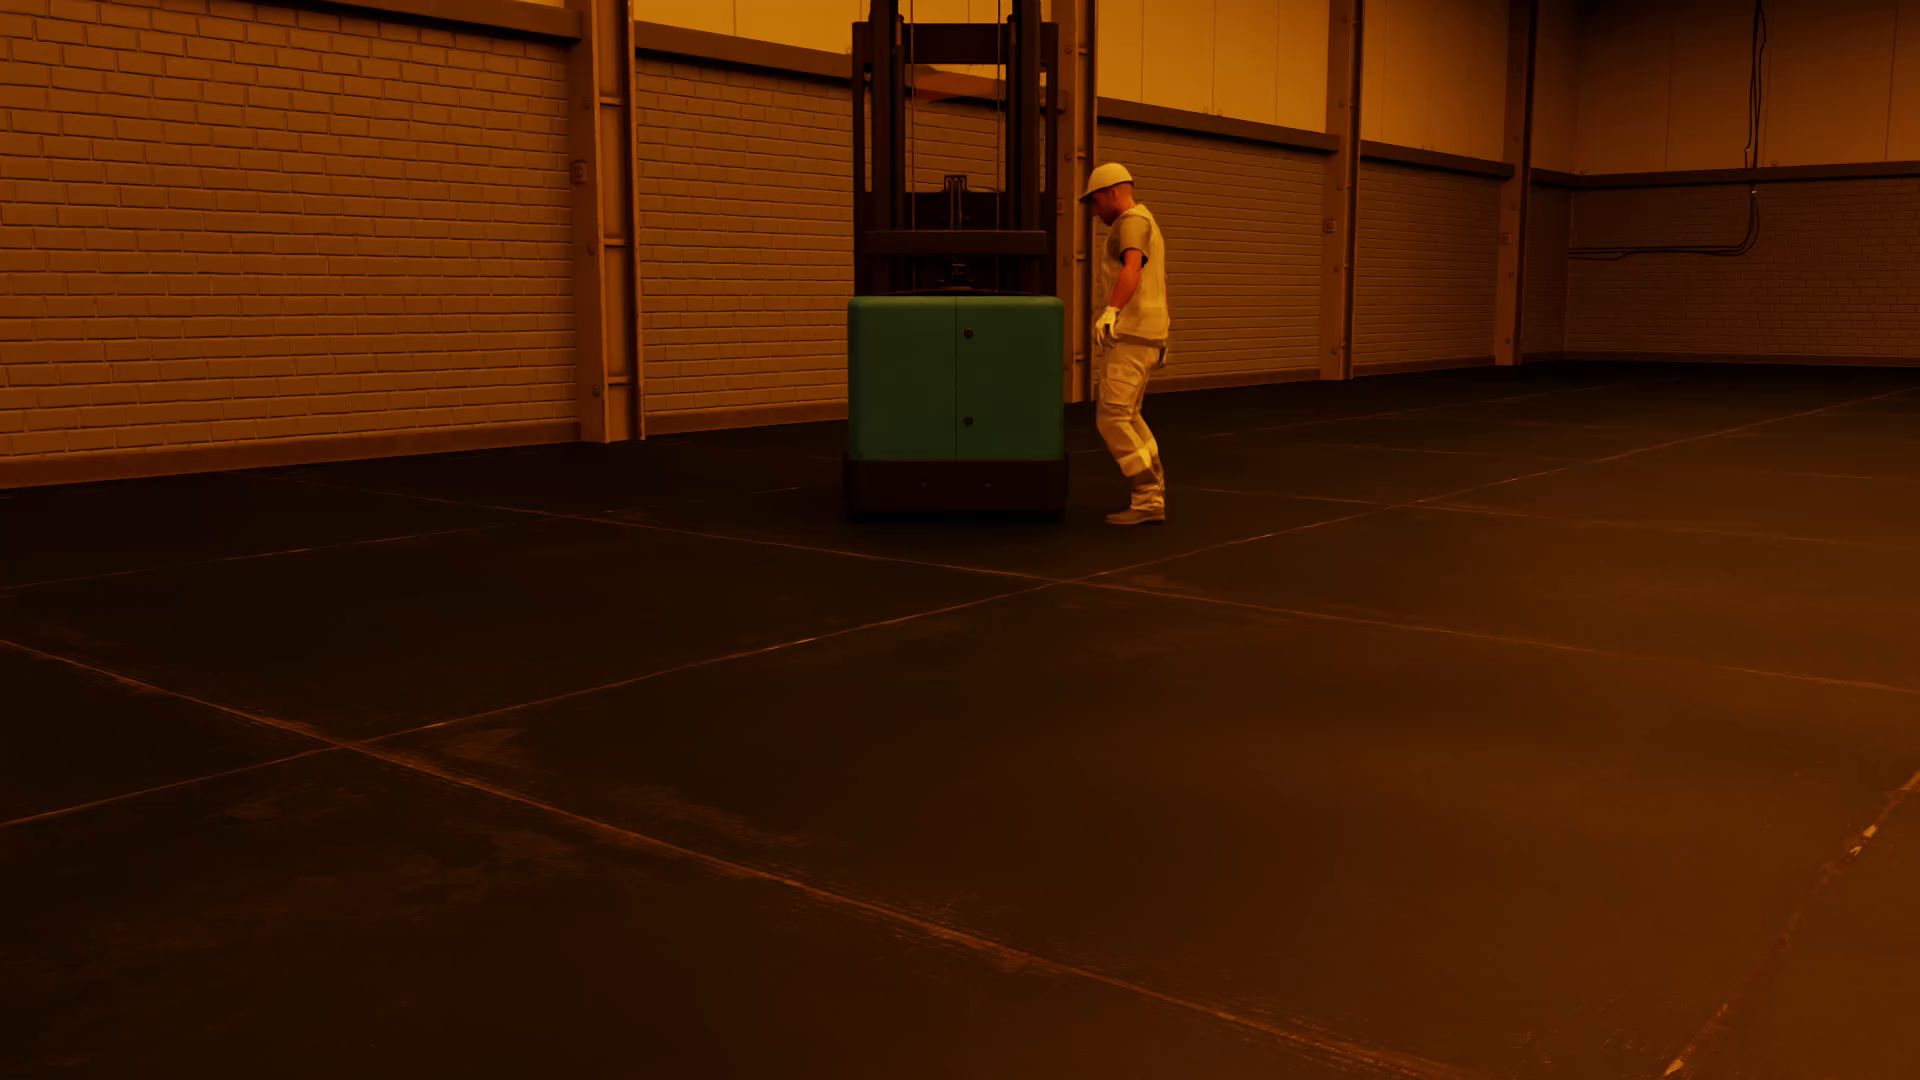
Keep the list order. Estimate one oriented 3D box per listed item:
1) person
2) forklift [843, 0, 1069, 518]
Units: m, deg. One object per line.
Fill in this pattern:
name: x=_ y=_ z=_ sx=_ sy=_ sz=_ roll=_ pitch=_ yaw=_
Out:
person: x=0.799 y=-0.962 z=8.101 sx=0.472 sy=1.723 sz=1.059 roll=2 pitch=9 yaw=13
forklift: x=-0.027 y=-1.736 z=9.142 sx=1.130 sy=2.935 sz=3.031 roll=0 pitch=8 yaw=0
